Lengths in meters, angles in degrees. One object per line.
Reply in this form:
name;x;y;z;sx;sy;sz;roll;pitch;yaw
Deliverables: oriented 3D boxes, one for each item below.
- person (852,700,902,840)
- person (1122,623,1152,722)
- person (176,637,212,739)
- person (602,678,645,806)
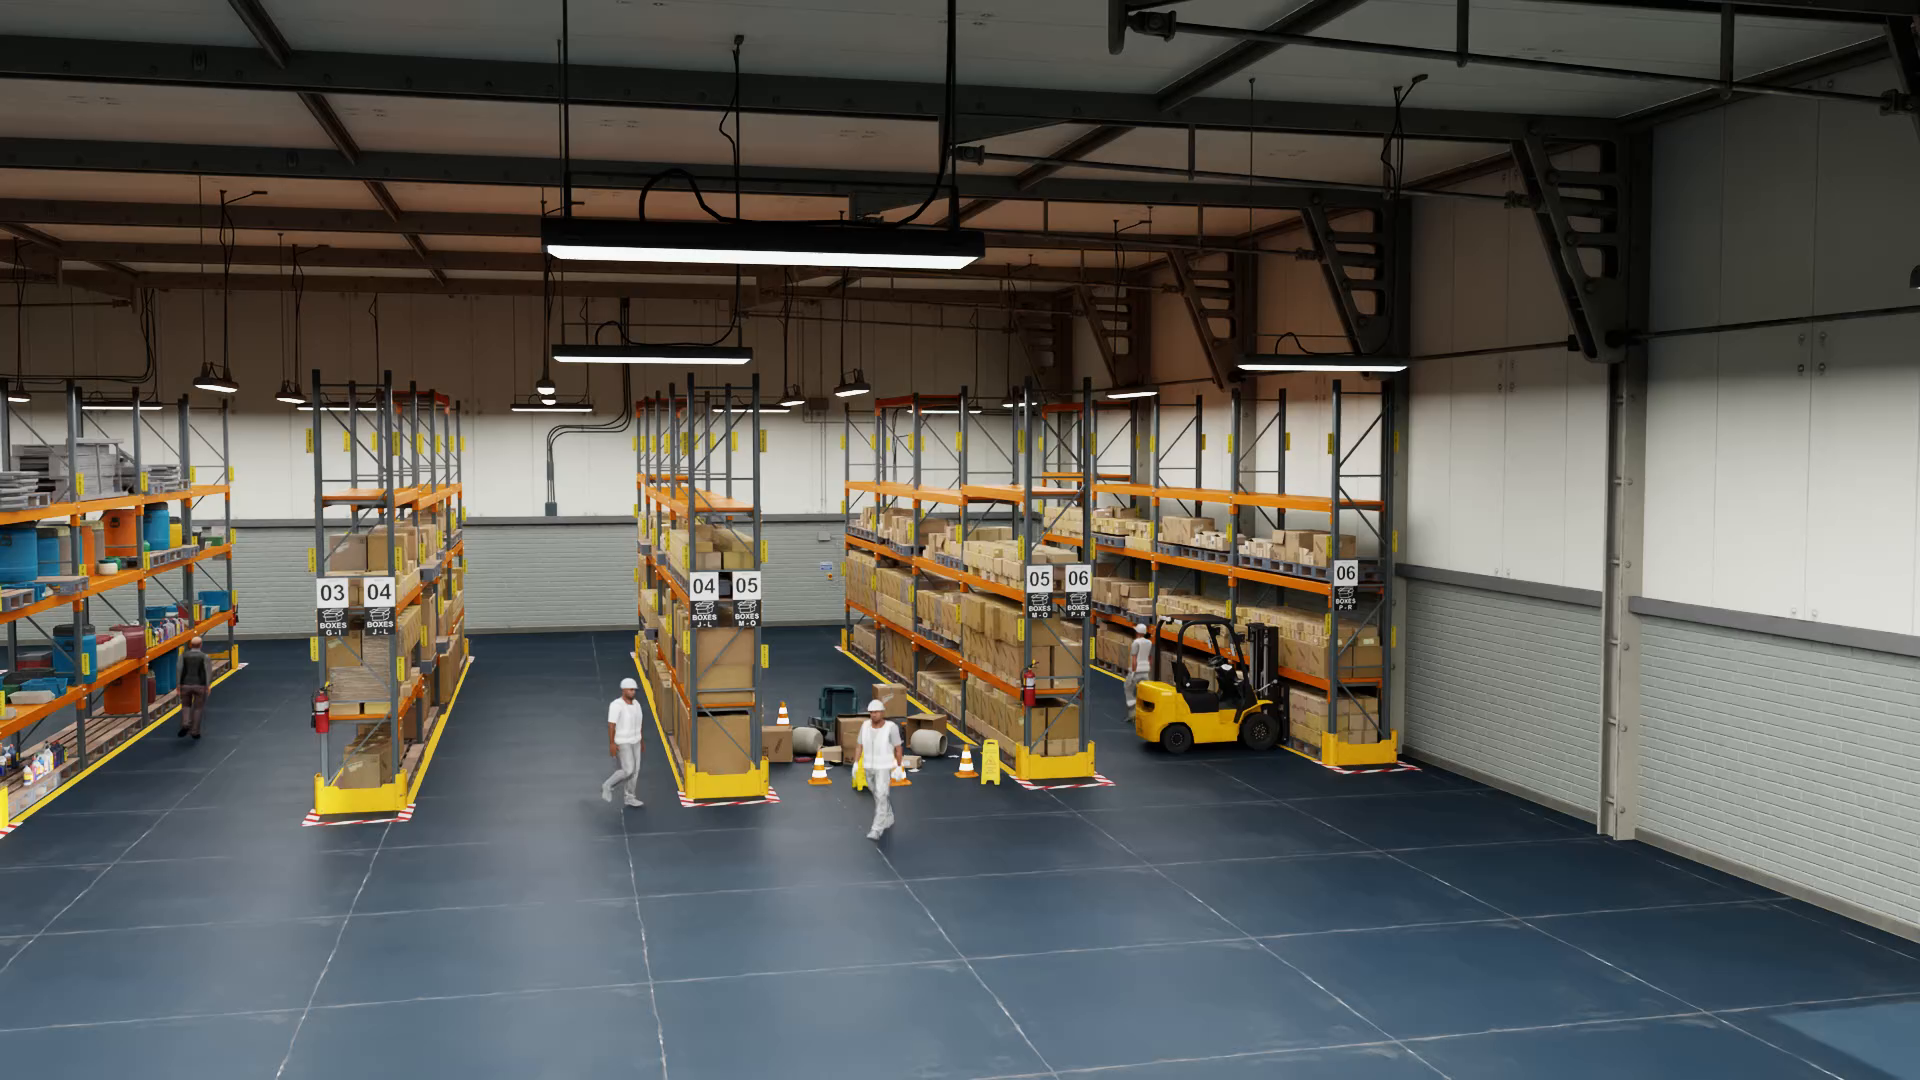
person;-1.067;2.893;21.158;0.580;1.715;1.089;2;4;30
person;3.238;2.400;29.774;0.543;1.808;0.542;-1;4;-24
person;-12.996;2.507;28.220;0.565;1.714;0.460;-1;3;-10
person;-4.627;2.781;22.911;0.554;1.754;0.589;2;4;28
